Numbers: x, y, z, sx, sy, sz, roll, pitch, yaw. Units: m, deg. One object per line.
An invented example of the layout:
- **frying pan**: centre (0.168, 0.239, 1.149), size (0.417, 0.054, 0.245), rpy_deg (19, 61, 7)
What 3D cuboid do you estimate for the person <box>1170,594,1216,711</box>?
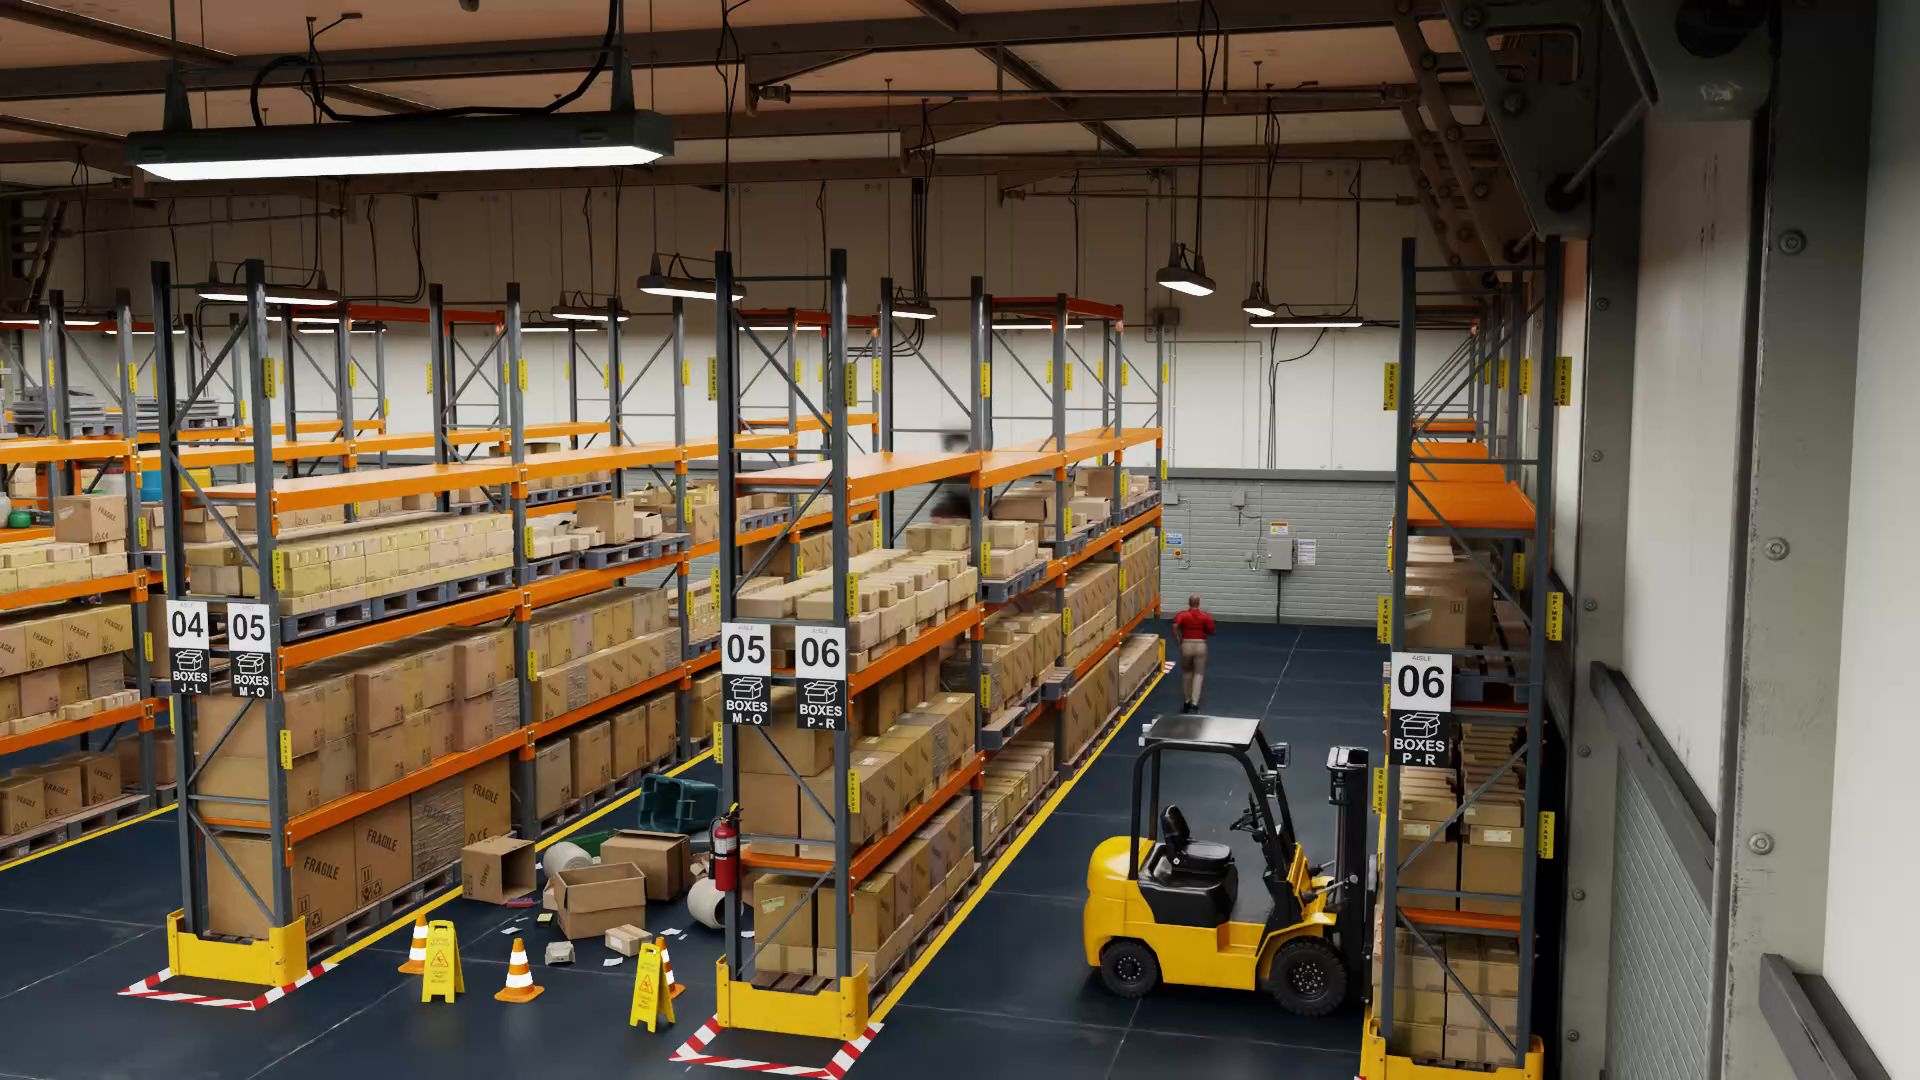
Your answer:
- **person**: centre (3.471, 1.689, 24.697), size (0.648, 1.775, 0.851), rpy_deg (2, 6, 14)
